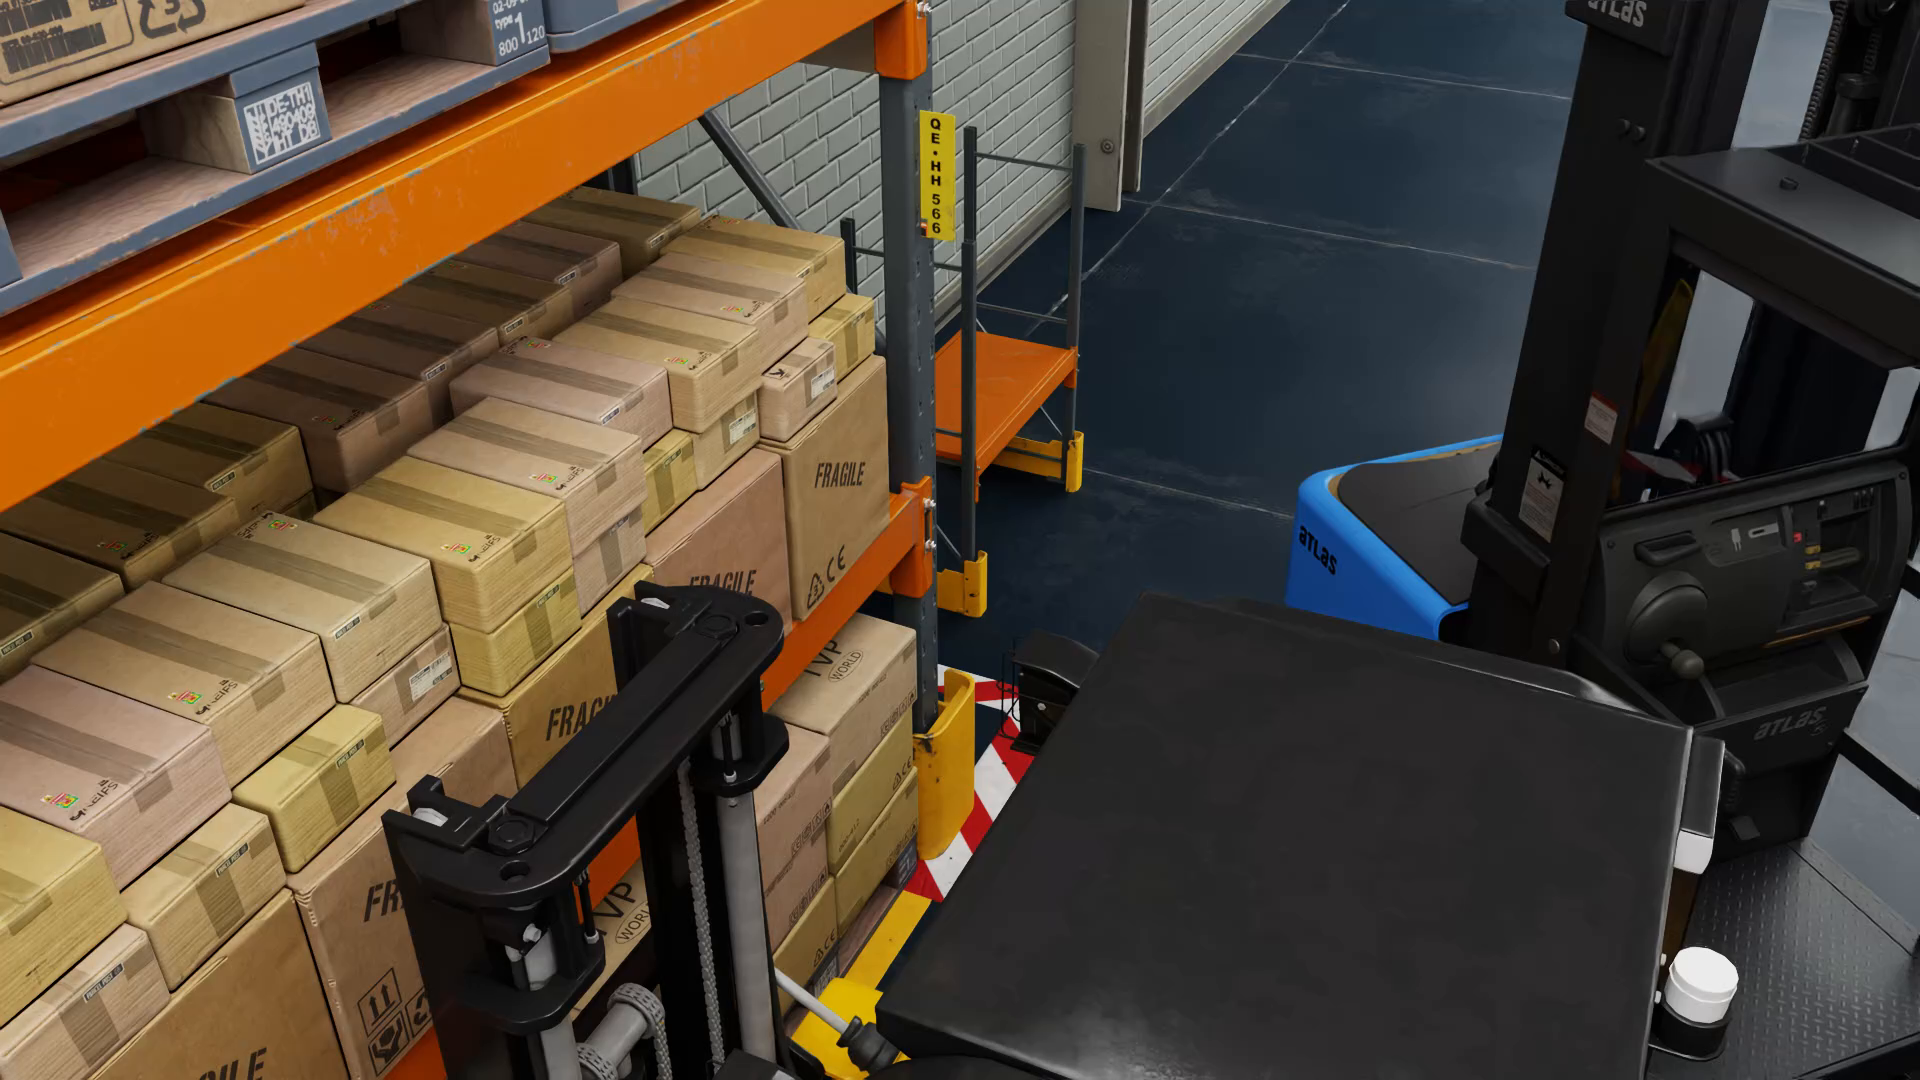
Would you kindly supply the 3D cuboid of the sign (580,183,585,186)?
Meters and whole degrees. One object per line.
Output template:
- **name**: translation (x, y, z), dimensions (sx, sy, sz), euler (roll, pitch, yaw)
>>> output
- **sign**: translation (-1.047, -0.971, 4.633), dimensions (0.100, 0.325, 0.005), euler (14, 36, 20)

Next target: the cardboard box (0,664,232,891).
- **cardboard box**: translation (-1.349, 0.359, 2.513), dimensions (0.380, 0.149, 0.250), euler (14, 36, 20)

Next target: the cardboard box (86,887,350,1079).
- **cardboard box**: translation (-1.382, 0.828, 2.660), dimensions (0.500, 0.500, 0.500), euler (14, 36, 20)

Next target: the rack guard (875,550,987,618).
- **rack guard**: translation (-0.176, 0.106, 6.361), dimensions (0.587, 0.250, 0.087), euler (14, 36, 20)

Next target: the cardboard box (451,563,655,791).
- **cardboard box**: translation (-0.952, 0.330, 3.420), dimensions (0.500, 0.500, 0.500), euler (13, 36, 20)

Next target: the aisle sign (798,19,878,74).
- **aisle sign**: translation (-0.251, -1.498, 3.928), dimensions (0.394, 0.787, 0.004), euler (14, 36, 20)

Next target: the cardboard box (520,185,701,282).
- **cardboard box**: translation (-0.880, -0.764, 4.226), dimensions (0.380, 0.149, 0.250), euler (13, 36, 20)

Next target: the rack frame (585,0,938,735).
- **rack frame**: translation (-0.545, -0.445, 4.693), dimensions (1.000, 3.000, 0.127), euler (14, 36, 20)

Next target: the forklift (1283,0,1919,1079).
- **forklift**: translation (2.011, 0.135, 3.872), dimensions (1.130, 2.935, 3.031), euler (-12, 35, -17)

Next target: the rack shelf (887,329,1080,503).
- **rack shelf**: translation (0.036, -0.519, 6.502), dimensions (0.538, 0.185, 1.000), euler (14, 36, 20)

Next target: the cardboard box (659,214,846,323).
- **cardboard box**: translation (-0.504, -0.656, 4.061), dimensions (0.380, 0.149, 0.250), euler (14, 36, 21)

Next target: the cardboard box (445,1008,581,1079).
- **cardboard box**: translation (-1.084, 1.172, 3.440), dimensions (0.500, 0.250, 0.500), euler (13, 36, 20)

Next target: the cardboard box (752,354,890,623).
- **cardboard box**: translation (-0.512, -0.182, 4.200), dimensions (0.500, 0.500, 0.500), euler (13, 36, 19)

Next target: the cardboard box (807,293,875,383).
- **cardboard box**: translation (-0.436, -0.521, 4.127), dimensions (0.380, 0.149, 0.250), euler (15, 36, 21)

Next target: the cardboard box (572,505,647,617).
- **cardboard box**: translation (-0.863, -0.007, 3.343), dimensions (0.380, 0.149, 0.250), euler (13, 35, 19)

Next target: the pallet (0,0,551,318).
- **pallet**: translation (-1.374, -0.707, 2.437), dimensions (1.003, 0.211, 1.213), euler (14, 36, 20)

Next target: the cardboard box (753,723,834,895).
- **cardboard box**: translation (-0.663, 0.667, 4.209), dimensions (0.500, 0.250, 0.500), euler (15, 36, 21)

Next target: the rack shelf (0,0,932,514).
- **rack shelf**: translation (-1.382, -0.403, 2.549), dimensions (1.077, 0.370, 4.000), euler (14, 36, 20)

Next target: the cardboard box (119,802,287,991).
- **cardboard box**: translation (-1.285, 0.505, 2.562), dimensions (0.380, 0.149, 0.250), euler (13, 35, 19)

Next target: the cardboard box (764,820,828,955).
- **cardboard box**: translation (-0.684, 0.881, 4.339), dimensions (0.500, 0.250, 0.500), euler (14, 36, 20)

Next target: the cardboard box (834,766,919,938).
- **cardboard box**: translation (-0.455, 0.836, 4.865), dimensions (0.500, 0.250, 0.500), euler (14, 36, 21)

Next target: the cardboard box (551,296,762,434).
- **cardboard box**: translation (-0.663, -0.389, 3.654), dimensions (0.380, 0.149, 0.250), euler (15, 36, 22)

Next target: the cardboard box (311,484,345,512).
- **cardboard box**: translation (-1.416, -0.159, 3.575), dimensions (0.380, 0.149, 0.250), euler (15, 36, 21)

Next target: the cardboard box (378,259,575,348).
- **cardboard box**: translation (-1.117, -0.507, 3.834), dimensions (0.380, 0.149, 0.250), euler (15, 36, 21)

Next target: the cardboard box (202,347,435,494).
- **cardboard box**: translation (-1.322, -0.250, 3.442), dimensions (0.380, 0.149, 0.250), euler (15, 36, 22)

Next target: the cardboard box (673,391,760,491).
- **cardboard box**: translation (-0.680, -0.272, 3.747), dimensions (0.380, 0.149, 0.250), euler (15, 36, 21)

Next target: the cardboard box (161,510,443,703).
- **cardboard box**: translation (-1.140, 0.109, 2.894), dimensions (0.380, 0.149, 0.250), euler (15, 36, 21)

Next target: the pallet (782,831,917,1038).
- **pallet**: translation (-0.827, 1.111, 4.862), dimensions (1.003, 0.211, 1.213), euler (14, 36, 20)

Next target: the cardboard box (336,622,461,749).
- **cardboard box**: translation (-1.136, 0.227, 2.986), dimensions (0.380, 0.149, 0.250), euler (14, 36, 20)

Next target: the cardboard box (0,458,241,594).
- **cardboard box**: translation (-1.553, -0.001, 3.061), dimensions (0.380, 0.149, 0.250), euler (14, 36, 21)

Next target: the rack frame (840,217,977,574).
- **rack frame**: translation (-0.177, -0.416, 6.017), dimensions (0.500, 1.500, 0.032), euler (14, 36, 20)

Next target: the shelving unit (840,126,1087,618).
- **shelving unit**: translation (0.032, -0.665, 6.397), dimensions (0.587, 1.500, 1.083), euler (14, 36, 20)

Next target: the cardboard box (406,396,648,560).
- **cardboard box**: translation (-0.843, -0.127, 3.255), dimensions (0.380, 0.149, 0.250), euler (15, 36, 22)
